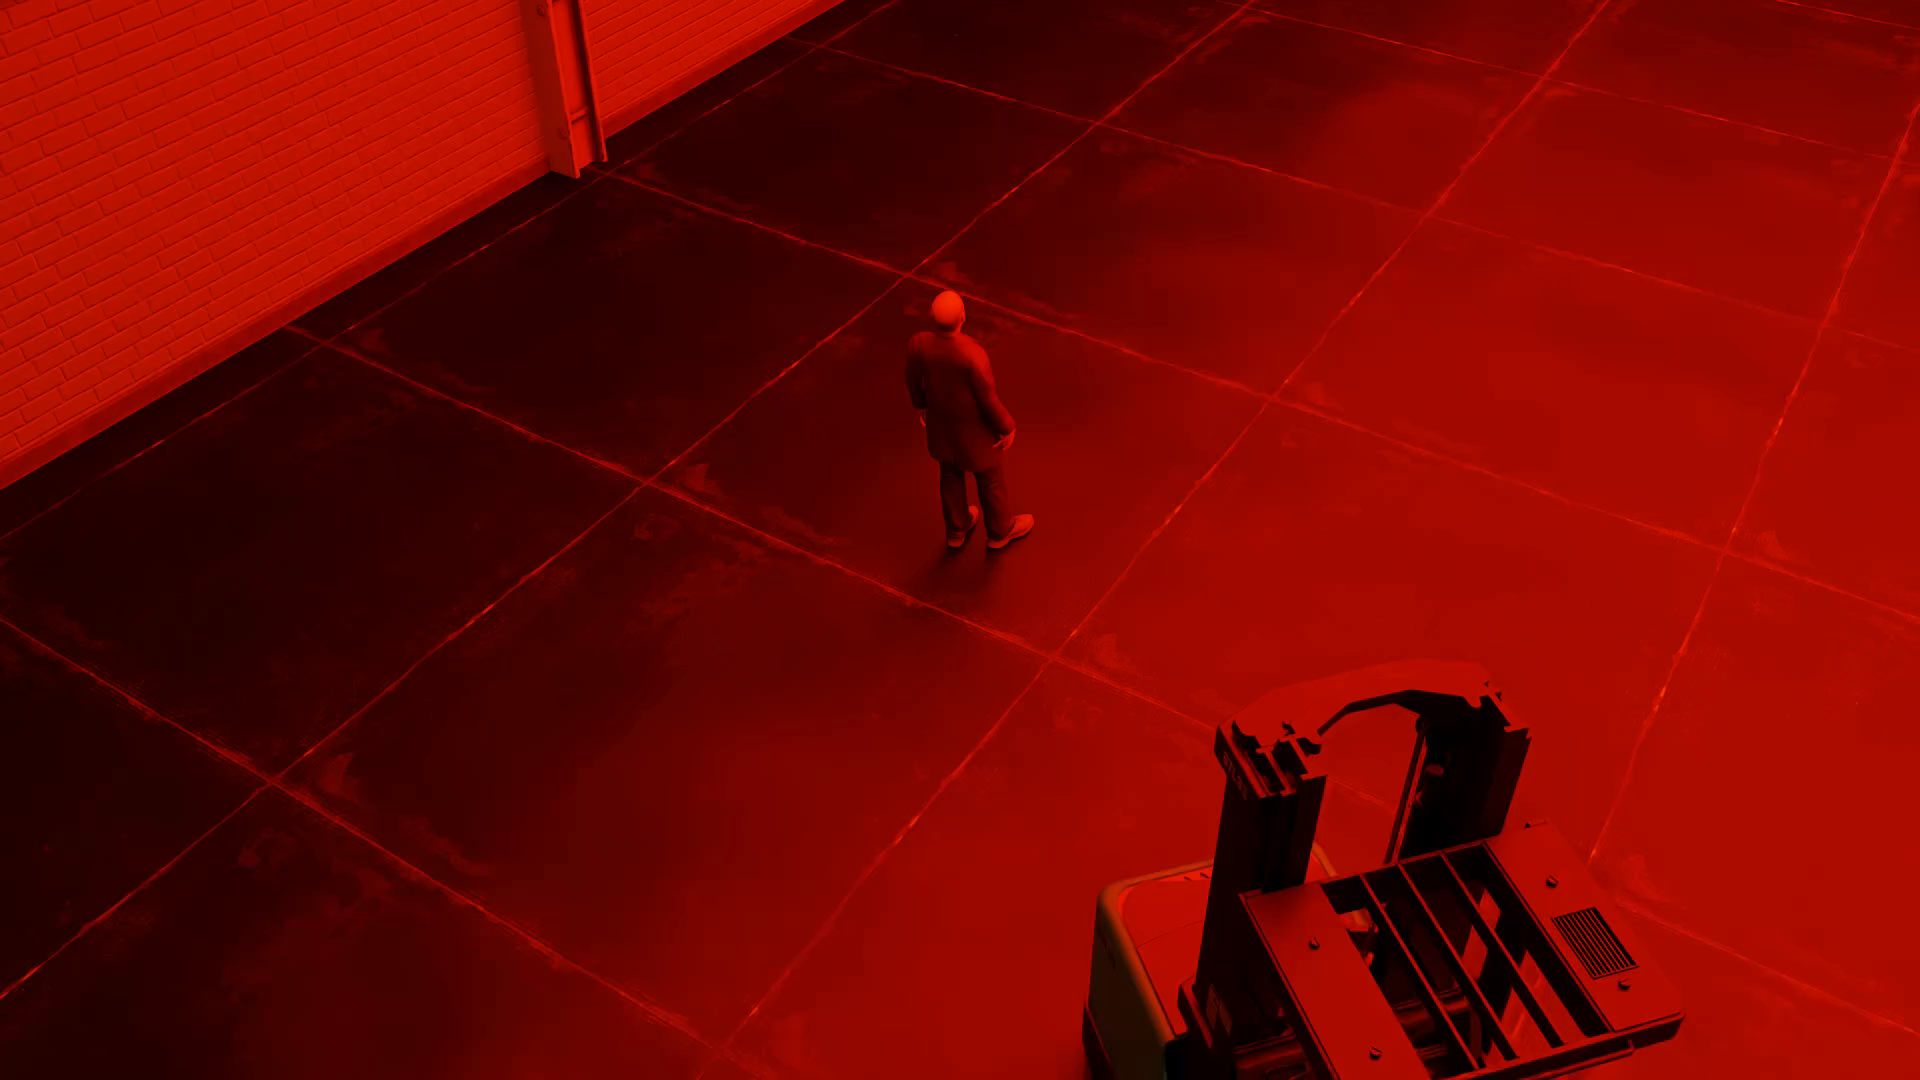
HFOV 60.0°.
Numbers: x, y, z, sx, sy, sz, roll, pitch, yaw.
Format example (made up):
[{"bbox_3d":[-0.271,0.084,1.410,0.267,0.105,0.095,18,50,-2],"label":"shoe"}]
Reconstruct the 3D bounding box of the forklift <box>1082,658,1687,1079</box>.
[{"bbox_3d":[1.458,1.959,5.655,1.130,2.935,3.031,-11,41,-13],"label":"forklift"}]

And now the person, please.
[{"bbox_3d":[0.053,-0.732,9.711,0.696,1.776,0.582,22,45,24],"label":"person"}]
